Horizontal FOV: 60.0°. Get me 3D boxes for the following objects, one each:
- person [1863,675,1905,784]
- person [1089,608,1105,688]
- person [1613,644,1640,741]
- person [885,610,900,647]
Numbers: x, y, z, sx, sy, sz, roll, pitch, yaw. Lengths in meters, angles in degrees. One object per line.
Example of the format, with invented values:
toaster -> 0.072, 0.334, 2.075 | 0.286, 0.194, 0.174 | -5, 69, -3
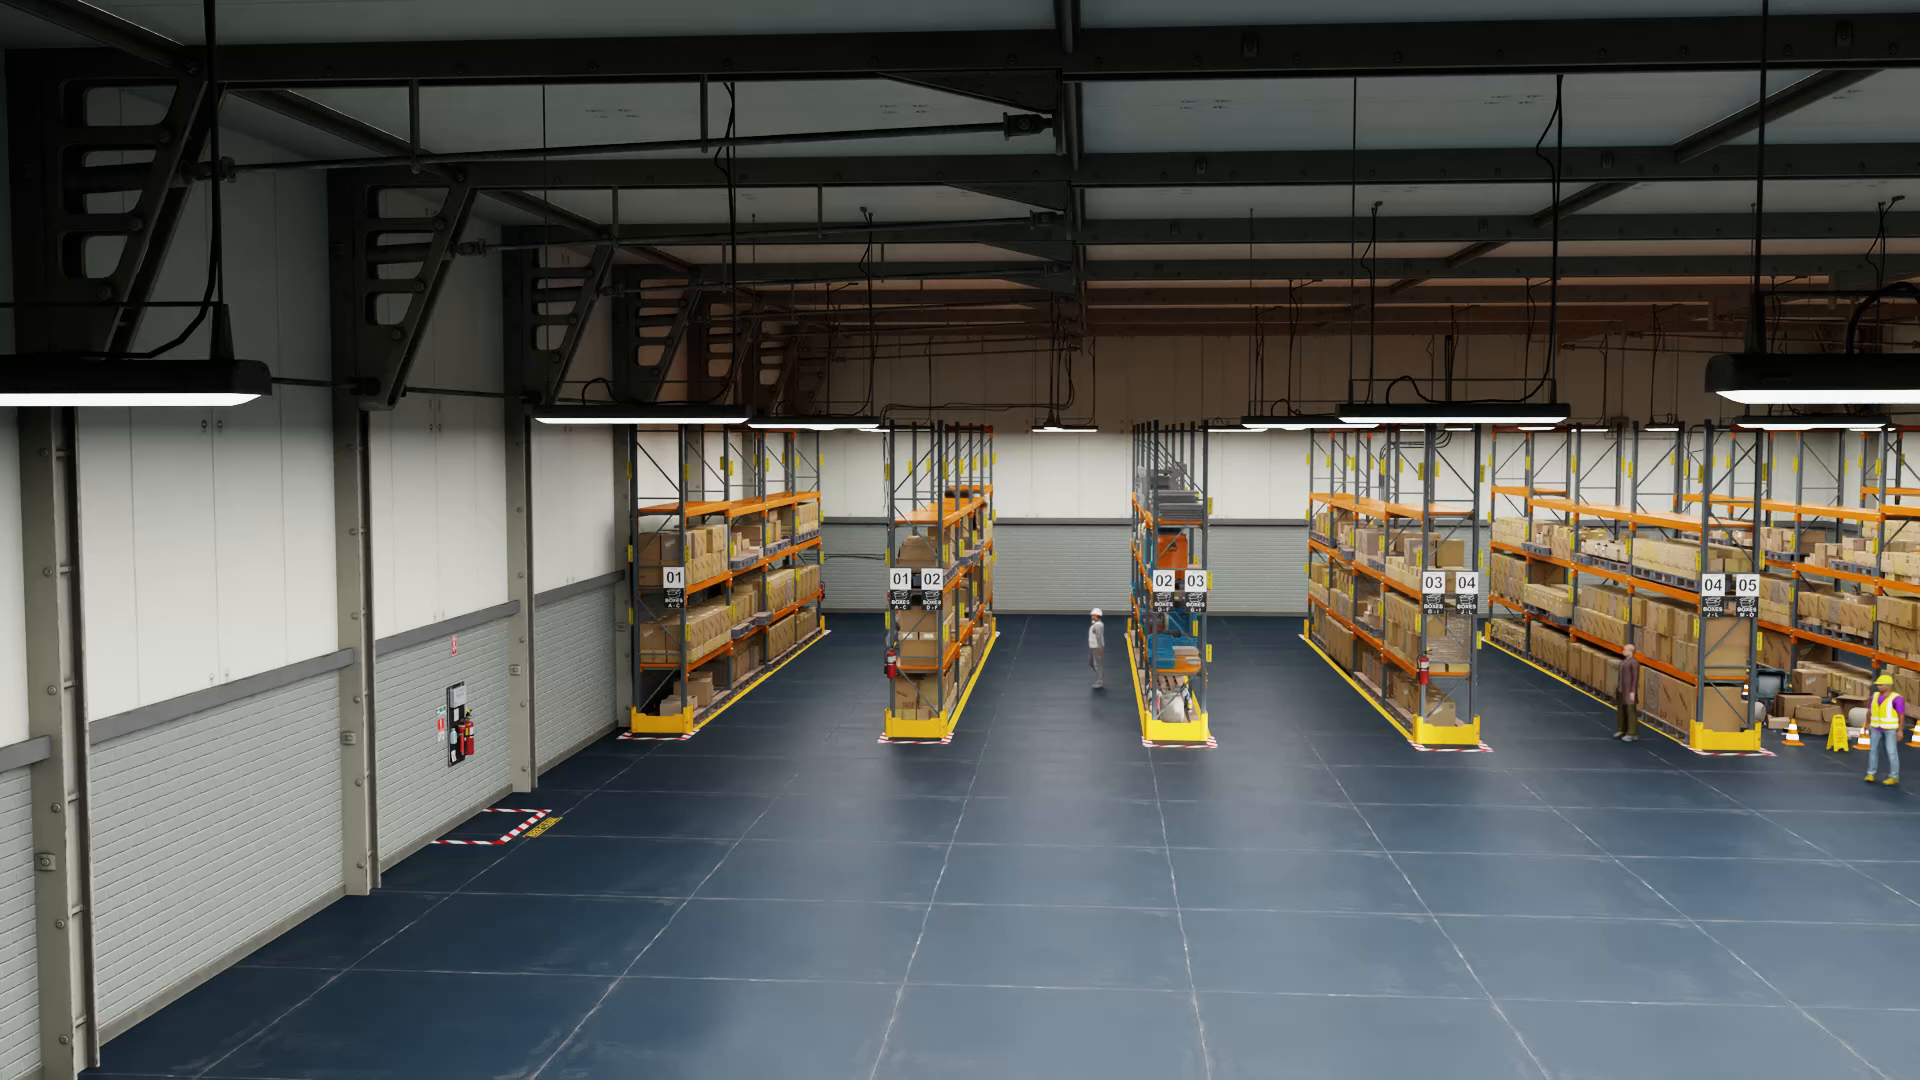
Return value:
person -> 15.143, 3.100, 27.313 | 0.437, 1.770, 0.628 | -3, 4, -35
person -> 3.105, 2.441, 37.712 | 0.369, 1.791, 0.590 | 0, 4, 4
person -> 12.503, 2.847, 31.217 | 0.405, 1.787, 0.612 | -1, 4, -11
person -> -1.542, 2.051, 43.237 | 0.841, 1.670, 0.534 | -2, 4, -31
